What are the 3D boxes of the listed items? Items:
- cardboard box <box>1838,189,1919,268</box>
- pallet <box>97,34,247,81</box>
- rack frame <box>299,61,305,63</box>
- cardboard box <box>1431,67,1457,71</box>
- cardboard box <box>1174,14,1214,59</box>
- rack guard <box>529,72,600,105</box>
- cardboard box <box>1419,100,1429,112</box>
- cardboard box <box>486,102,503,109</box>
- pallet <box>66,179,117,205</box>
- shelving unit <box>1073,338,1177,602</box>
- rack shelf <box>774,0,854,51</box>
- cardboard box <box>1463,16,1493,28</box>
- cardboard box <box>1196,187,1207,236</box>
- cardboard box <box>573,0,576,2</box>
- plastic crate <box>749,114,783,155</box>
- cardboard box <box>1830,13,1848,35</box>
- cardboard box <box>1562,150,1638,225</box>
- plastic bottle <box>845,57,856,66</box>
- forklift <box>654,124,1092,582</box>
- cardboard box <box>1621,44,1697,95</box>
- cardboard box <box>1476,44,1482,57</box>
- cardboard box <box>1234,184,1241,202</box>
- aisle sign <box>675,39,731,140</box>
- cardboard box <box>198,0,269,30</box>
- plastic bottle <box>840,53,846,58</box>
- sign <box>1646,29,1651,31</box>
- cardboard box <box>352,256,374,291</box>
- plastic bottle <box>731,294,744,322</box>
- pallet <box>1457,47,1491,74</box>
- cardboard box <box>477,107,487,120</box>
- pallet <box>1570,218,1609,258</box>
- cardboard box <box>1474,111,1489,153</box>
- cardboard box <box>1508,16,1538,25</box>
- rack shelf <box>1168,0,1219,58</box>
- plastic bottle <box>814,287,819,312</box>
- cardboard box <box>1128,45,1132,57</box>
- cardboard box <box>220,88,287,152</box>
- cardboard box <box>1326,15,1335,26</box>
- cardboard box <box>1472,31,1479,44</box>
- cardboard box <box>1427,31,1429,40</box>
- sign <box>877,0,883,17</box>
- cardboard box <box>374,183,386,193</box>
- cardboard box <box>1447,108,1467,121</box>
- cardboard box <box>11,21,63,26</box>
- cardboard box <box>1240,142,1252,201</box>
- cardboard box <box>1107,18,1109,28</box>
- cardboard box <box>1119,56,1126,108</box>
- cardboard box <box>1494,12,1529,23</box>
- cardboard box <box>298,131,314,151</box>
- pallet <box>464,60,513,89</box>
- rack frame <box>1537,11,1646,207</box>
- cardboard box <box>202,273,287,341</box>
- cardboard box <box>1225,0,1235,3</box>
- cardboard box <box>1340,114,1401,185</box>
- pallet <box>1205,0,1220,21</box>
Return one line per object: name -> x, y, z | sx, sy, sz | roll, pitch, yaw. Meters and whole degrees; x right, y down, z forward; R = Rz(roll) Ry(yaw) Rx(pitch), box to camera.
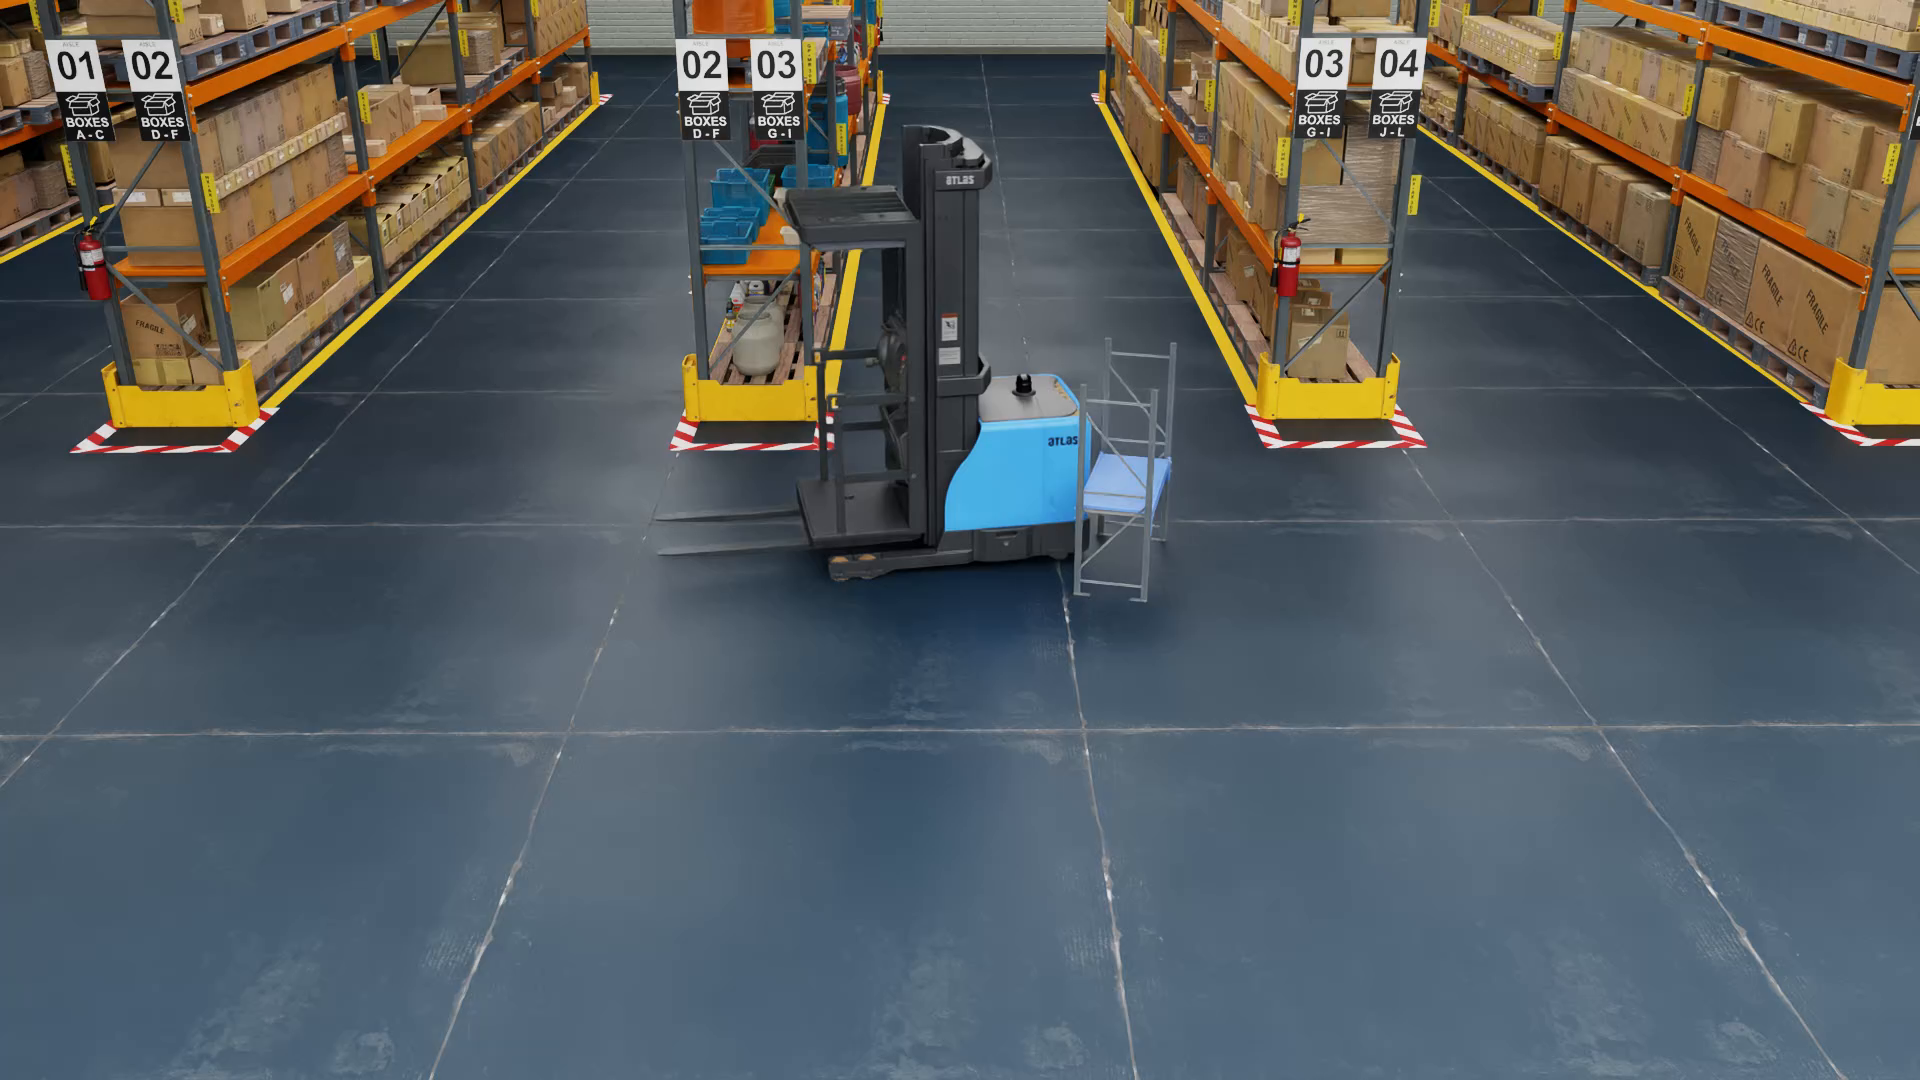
cardboard box -> 8.114, -2.659, 14.190 | 0.875, 0.550, 0.550 | 0, 24, -1
pallet -> -6.685, -4.032, 13.876 | 1.003, 0.211, 1.213 | 0, 24, -1
rack frame -> -11.831, -8.983, 28.356 | 1.000, 3.000, 0.127 | 0, 24, -1
cardboard box -> 8.248, -7.977, 28.359 | 0.380, 0.149, 0.250 | 0, 24, 0
cardboard box -> 3.124, -6.558, 21.654 | 0.797, 0.503, 0.637 | 1, 24, 1
rack guard -> -6.877, -7.837, 28.855 | 1.175, 0.500, 0.348 | 0, 24, -1
cardboard box -> 7.705, -7.069, 27.072 | 0.380, 0.149, 0.250 | 0, 24, -1
cardboard box -> -7.072, -6.220, 24.746 | 0.500, 0.500, 0.500 | -1, 24, -3
pallet -> -11.677, -4.742, 22.361 | 1.003, 0.211, 1.213 | 0, 24, -1
shelving unit -> 1.138, -0.497, 11.413 | 0.538, 1.500, 1.048 | 6, 25, 12
rack shelf -> -1.815, -5.946, 18.874 | 1.077, 0.370, 4.000 | 0, 24, -1
cardboard box -> 7.577, -7.566, 24.296 | 0.380, 0.149, 0.250 | 1, 24, 2
cardboard box -> 3.181, -3.847, 19.499 | 0.700, 0.500, 0.500 | -2, 24, -5
cardboard box -> -6.591, -9.118, 27.319 | 0.500, 0.500, 0.500 | 0, 24, 1
plastic crate -> -2.105, -4.310, 17.946 | 0.402, 0.464, 0.583 | 0, 24, -1
cardboard box -> 7.810, -4.482, 14.437 | 0.380, 0.149, 0.250 | -1, 24, -1
cardboard box -> 8.006, -4.289, 20.197 | 1.050, 0.750, 0.750 | 0, 24, 0
plastic bottle -> -1.540, -6.653, 23.354 | 0.152, 0.276, 0.135 | 0, 24, -1
forklift -> -0.647, -1.283, 11.414 | 3.031, 2.935, 1.130 | -5, 25, -10
cardboard box -> 8.092, -5.420, 19.143 | 0.700, 0.500, 0.500 | 0, 24, -1
cardboard box -> 7.587, -6.974, 23.709 | 0.380, 0.149, 0.250 | 0, 24, 0
cardboard box -> 2.899, -3.386, 16.285 | 0.380, 0.149, 0.250 | 0, 24, -1
aisle sign -> -2.046, -3.588, 13.273 | 0.394, 0.787, 0.004 | 0, 24, -1
cardboard box -> -6.448, -4.767, 14.593 | 0.500, 0.500, 0.500 | 0, 24, -1
plastic bottle -> -1.668, -6.794, 23.670 | 0.097, 0.271, 0.097 | 0, 24, 0
sign -> 8.631, -6.266, 20.942 | 0.100, 0.325, 0.005 | 0, 24, -1
cardboard box -> -6.523, -2.811, 17.535 | 0.500, 0.250, 0.500 | 0, 24, -1
plastic bottle -> -2.184, -2.253, 16.246 | 0.152, 0.276, 0.135 | 0, 24, 0
pallet -> 7.896, -6.980, 24.158 | 1.003, 0.211, 1.213 | 0, 24, -1
cardboard box -> -7.061, -6.150, 23.680 | 0.500, 0.250, 0.500 | 0, 24, 0
pallet -> 8.020, -3.637, 19.919 | 1.003, 0.211, 1.213 | 0, 24, -1
cardboard box -> 7.783, -5.911, 24.087 | 0.500, 0.500, 0.500 | 1, 24, 2
cardboard box -> 8.232, -7.566, 24.295 | 0.380, 0.149, 0.250 | 1, 24, 2
rack shelf -> 3.137, -5.968, 18.923 | 1.077, 0.370, 4.000 | 0, 24, -1
plastic bottle -> -1.465, -2.407, 16.592 | 0.097, 0.271, 0.097 | 0, 24, 0
cardboard box -> 2.741, -7.412, 25.186 | 0.380, 0.149, 0.250 | 0, 24, 0
cardboard box -> -6.719, -3.896, 15.412 | 0.700, 0.500, 0.500 | 0, 24, -1
cardboard box -> 3.451, -4.588, 14.695 | 0.380, 0.149, 0.250 | -1, 24, -3
cardboard box -> 7.585, -7.217, 23.886 | 0.380, 0.149, 0.250 | 0, 24, 1
cardboard box -> 7.733, -8.139, 26.794 | 0.380, 0.149, 0.250 | 1, 24, 1
sign -> -1.374, -9.111, 28.441 | 0.100, 0.325, 0.005 | 0, 24, -1
cardboard box -> -7.054, -4.049, 19.593 | 0.500, 0.311, 0.500 | -1, 24, -1
cardboard box -> 7.711, -6.539, 25.540 | 0.380, 0.149, 0.250 | 0, 24, 0
cardboard box -> -12.010, -6.618, 21.709 | 0.500, 0.250, 0.500 | -1, 24, -2
cardboard box -> 3.143, -3.483, 15.712 | 0.875, 0.500, 0.500 | 0, 24, -1
cardboard box -> 2.702, -8.788, 28.229 | 0.380, 0.149, 0.250 | 0, 24, 0
cardboard box -> 3.125, -7.635, 27.444 | 0.875, 0.875, 0.875 | 0, 24, -1
cardboard box -> 8.279, -7.769, 25.188 | 0.500, 0.500, 0.500 | -1, 24, -2
cardboard box -> -6.520, -3.873, 16.149 | 0.380, 0.149, 0.250 | 0, 24, -1
pallet -> -6.816, -6.425, 22.931 | 1.003, 0.211, 1.213 | 0, 24, -1
rack frame -> 8.076, -5.734, 21.172 | 1.000, 3.000, 0.127 | 0, 24, -1
cardboard box -> -6.494, -2.122, 15.103 | 0.500, 0.500, 0.500 | 0, 24, -1
cardboard box -> 2.855, -5.450, 16.602 | 0.380, 0.149, 0.250 | -1, 24, -2
cardboard box -> 3.469, -3.322, 14.142 | 0.500, 0.500, 0.500 | 0, 24, -1
pallet -> 3.259, -5.641, 17.555 | 1.213, 0.211, 1.003 | 0, 24, -1
